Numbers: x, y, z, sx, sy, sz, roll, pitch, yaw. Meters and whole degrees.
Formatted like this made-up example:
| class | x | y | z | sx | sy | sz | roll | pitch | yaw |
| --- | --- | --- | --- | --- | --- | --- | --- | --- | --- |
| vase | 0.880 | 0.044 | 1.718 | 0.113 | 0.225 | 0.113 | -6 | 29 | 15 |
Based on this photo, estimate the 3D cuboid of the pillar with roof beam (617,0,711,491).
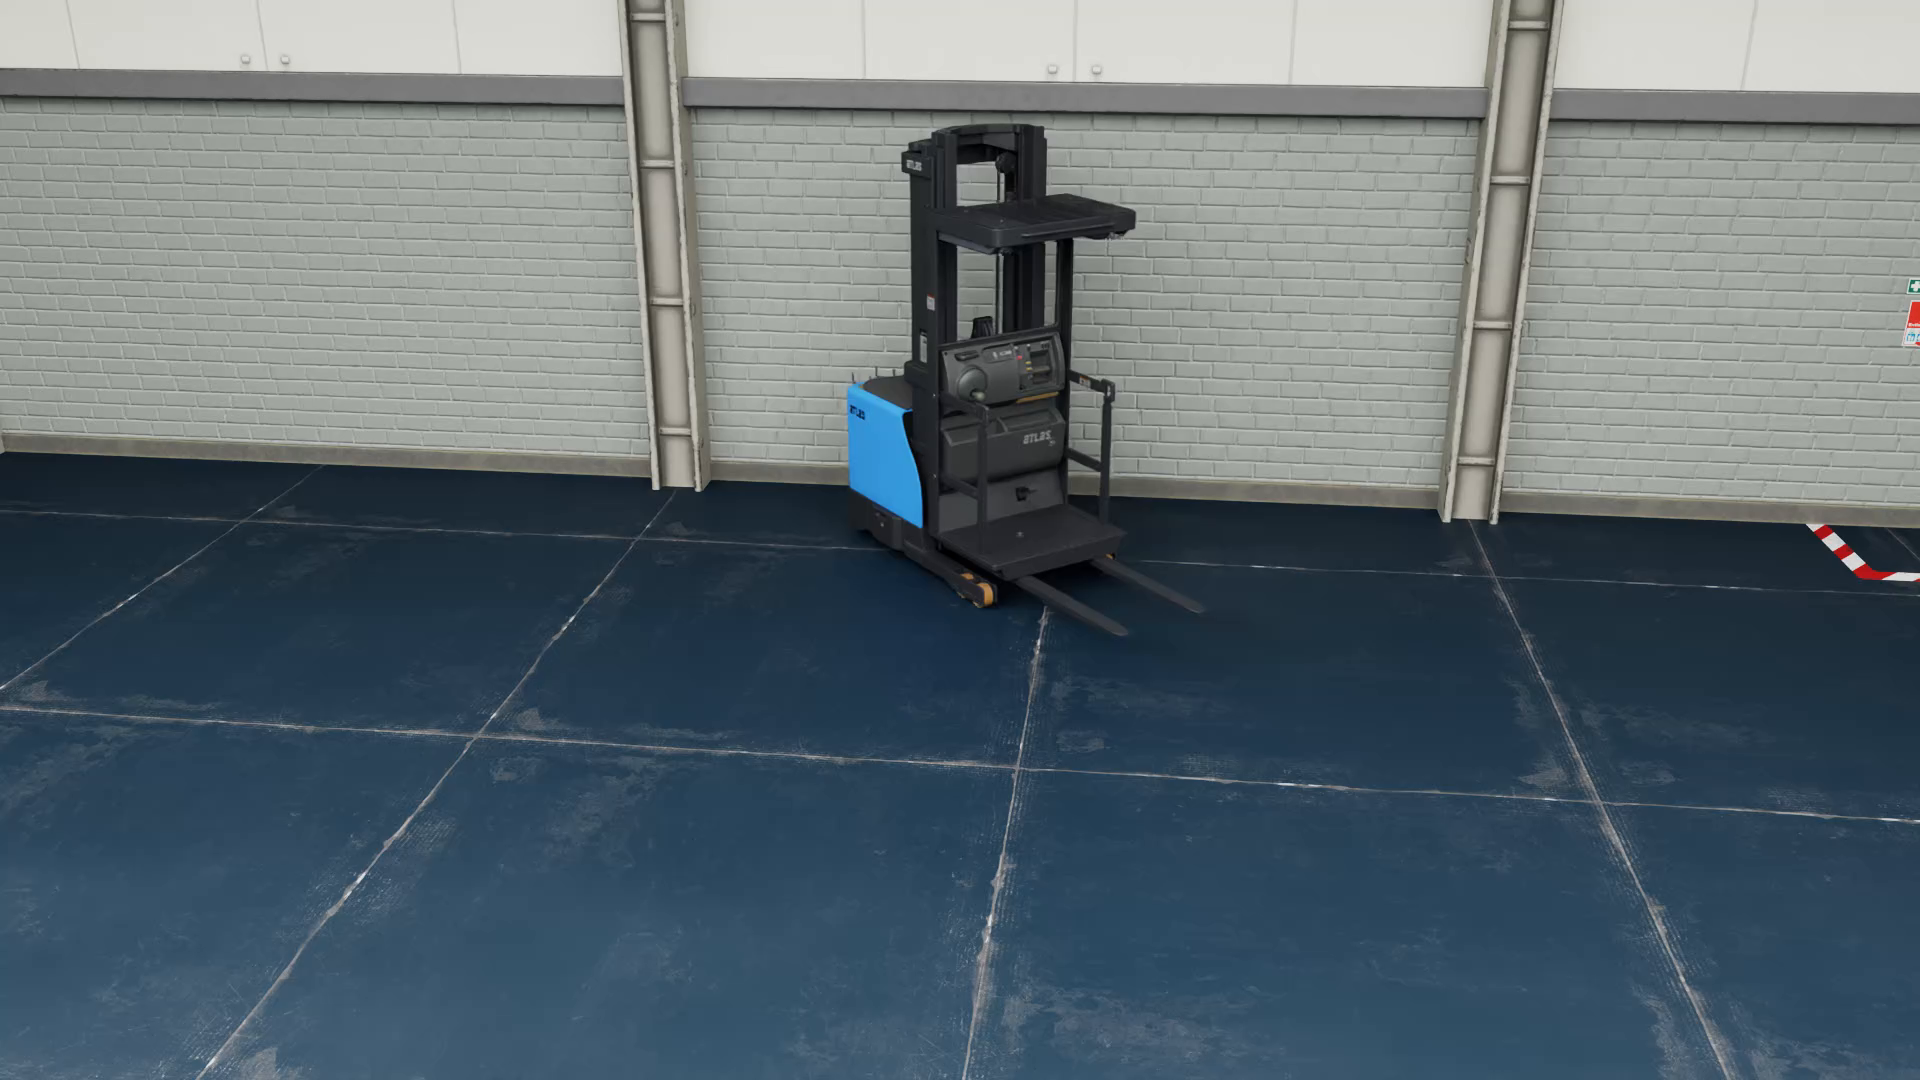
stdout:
| class | x | y | z | sx | sy | sz | roll | pitch | yaw |
| --- | --- | --- | --- | --- | --- | --- | --- | --- | --- |
| pillar with roof beam | -2.687 | -3.054 | 7.425 | 0.400 | 9.000 | 9.100 | 2 | 22 | 6 |

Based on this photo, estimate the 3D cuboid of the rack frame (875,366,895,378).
| class | x | y | z | sx | sy | sz | roll | pitch | yaw |
| --- | --- | --- | --- | --- | --- | --- | --- | --- | --- |
| rack frame | -0.531 | -0.779 | 12.465 | 0.200 | 1.050 | 0.008 | 14 | 25 | 40 |

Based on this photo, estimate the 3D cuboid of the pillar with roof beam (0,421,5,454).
| class | x | y | z | sx | sy | sz | roll | pitch | yaw |
| --- | --- | --- | --- | --- | --- | --- | --- | --- | --- |
| pillar with roof beam | -8.645 | -3.314 | 8.082 | 0.400 | 9.000 | 9.100 | 2 | 22 | 6 |

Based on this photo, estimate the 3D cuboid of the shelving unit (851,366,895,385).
| class | x | y | z | sx | sy | sz | roll | pitch | yaw |
| --- | --- | --- | --- | --- | --- | --- | --- | --- | --- |
| shelving unit | -0.613 | -0.746 | 12.381 | 0.215 | 1.050 | 0.252 | 14 | 25 | 40 |

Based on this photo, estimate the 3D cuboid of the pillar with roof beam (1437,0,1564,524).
| class | x | y | z | sx | sy | sz | roll | pitch | yaw |
| --- | --- | --- | --- | --- | --- | --- | --- | --- | --- |
| pillar with roof beam | 3.272 | -2.794 | 6.768 | 0.400 | 9.000 | 9.100 | 2 | 22 | 6 |

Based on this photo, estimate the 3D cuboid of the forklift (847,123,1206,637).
| class | x | y | z | sx | sy | sz | roll | pitch | yaw |
| --- | --- | --- | --- | --- | --- | --- | --- | --- | --- |
| forklift | 0.409 | -1.118 | 10.781 | 1.130 | 2.935 | 3.031 | -14 | 25 | -31 |

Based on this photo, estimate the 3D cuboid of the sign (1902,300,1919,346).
| class | x | y | z | sx | sy | sz | roll | pitch | yaw |
| --- | --- | --- | --- | --- | --- | --- | --- | --- | --- |
| sign | 6.750 | -1.516 | 11.645 | 0.234 | 0.329 | 0.001 | 2 | 22 | 6 |

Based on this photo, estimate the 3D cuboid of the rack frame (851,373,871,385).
| class | x | y | z | sx | sy | sz | roll | pitch | yaw |
| --- | --- | --- | --- | --- | --- | --- | --- | --- | --- |
| rack frame | -0.695 | -0.713 | 12.297 | 0.200 | 1.050 | 0.008 | 14 | 25 | 40 |

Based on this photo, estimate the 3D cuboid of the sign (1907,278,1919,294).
| class | x | y | z | sx | sy | sz | roll | pitch | yaw |
| --- | --- | --- | --- | --- | --- | --- | --- | --- | --- |
| sign | 6.754 | -1.759 | 11.539 | 0.331 | 0.109 | 0.001 | 2 | 22 | 6 |
